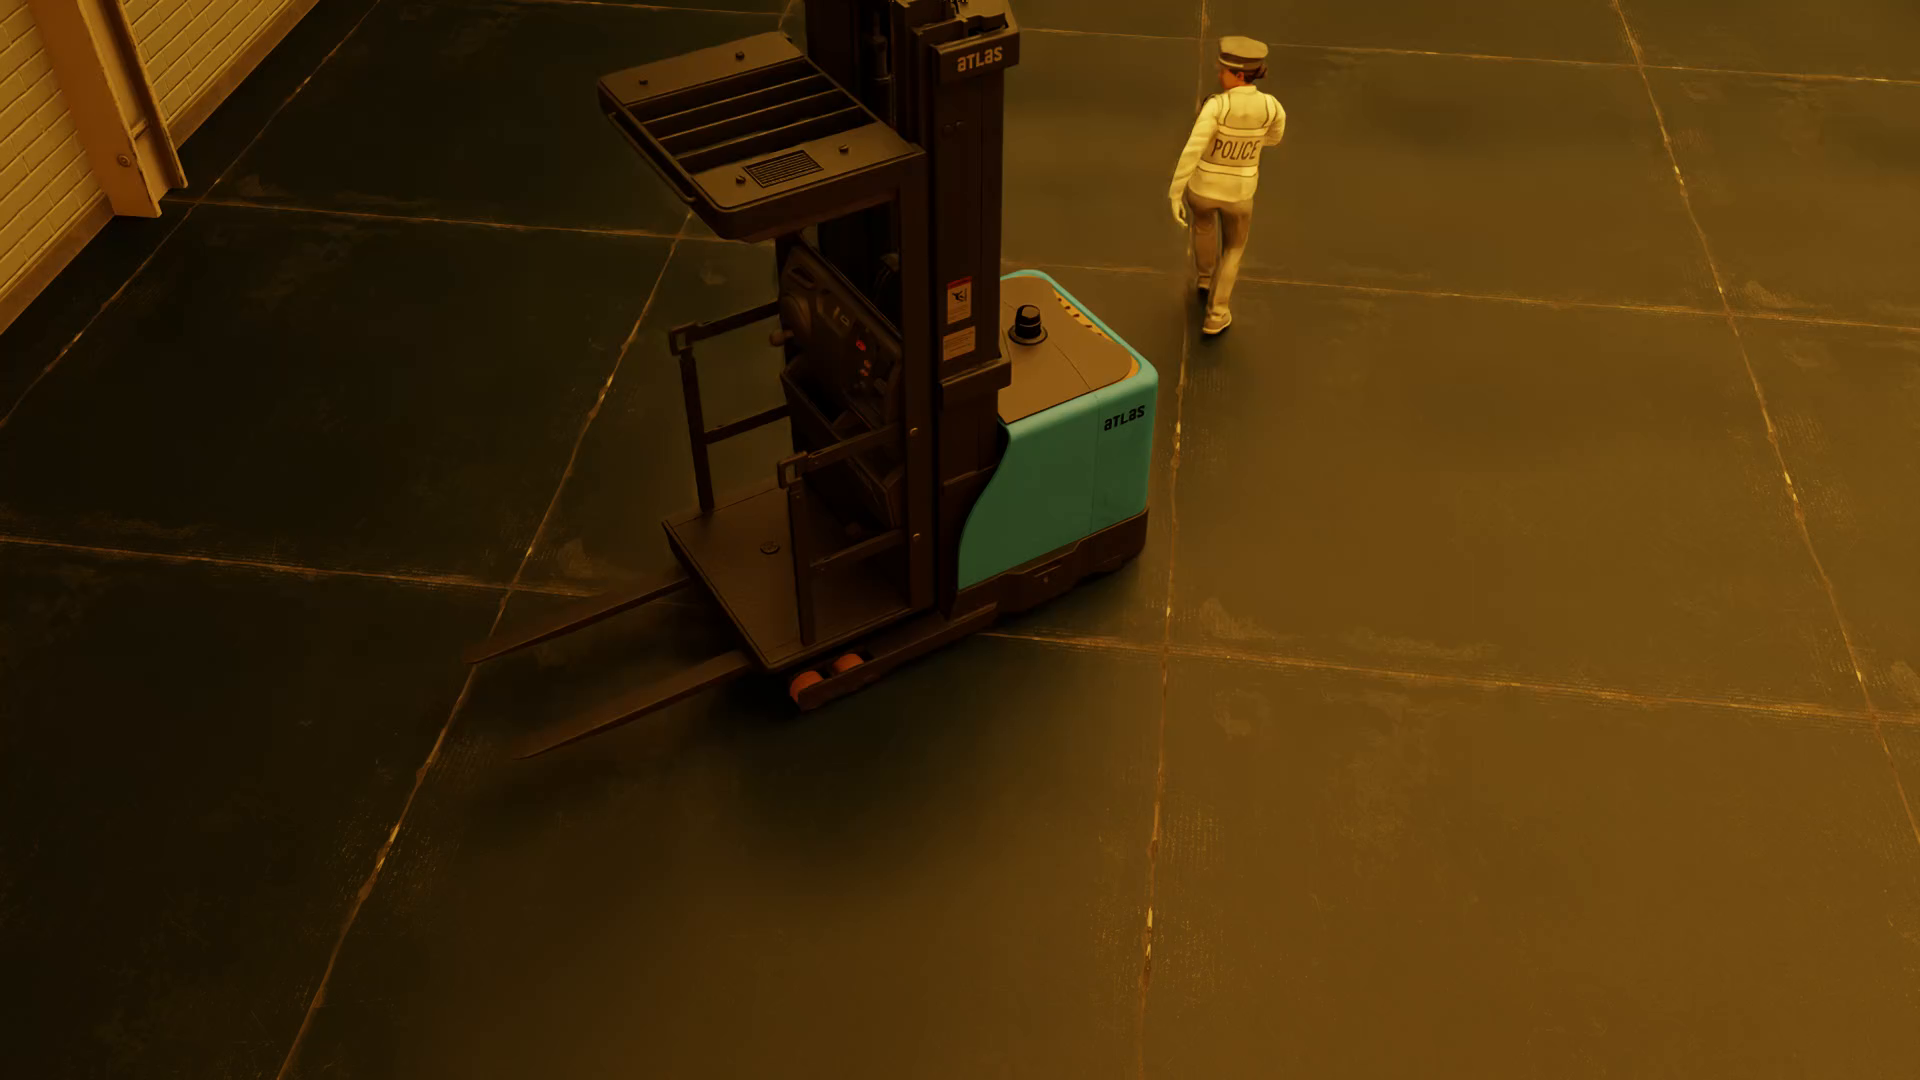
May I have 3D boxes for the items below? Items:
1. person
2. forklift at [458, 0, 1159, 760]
[{"bbox_3d":[1.381,-1.829,8.743,0.549,1.664,0.784,6,43,7],"label":"person"},{"bbox_3d":[-0.659,-0.767,6.560,3.031,2.935,1.130,-22,47,-23],"label":"forklift"}]
